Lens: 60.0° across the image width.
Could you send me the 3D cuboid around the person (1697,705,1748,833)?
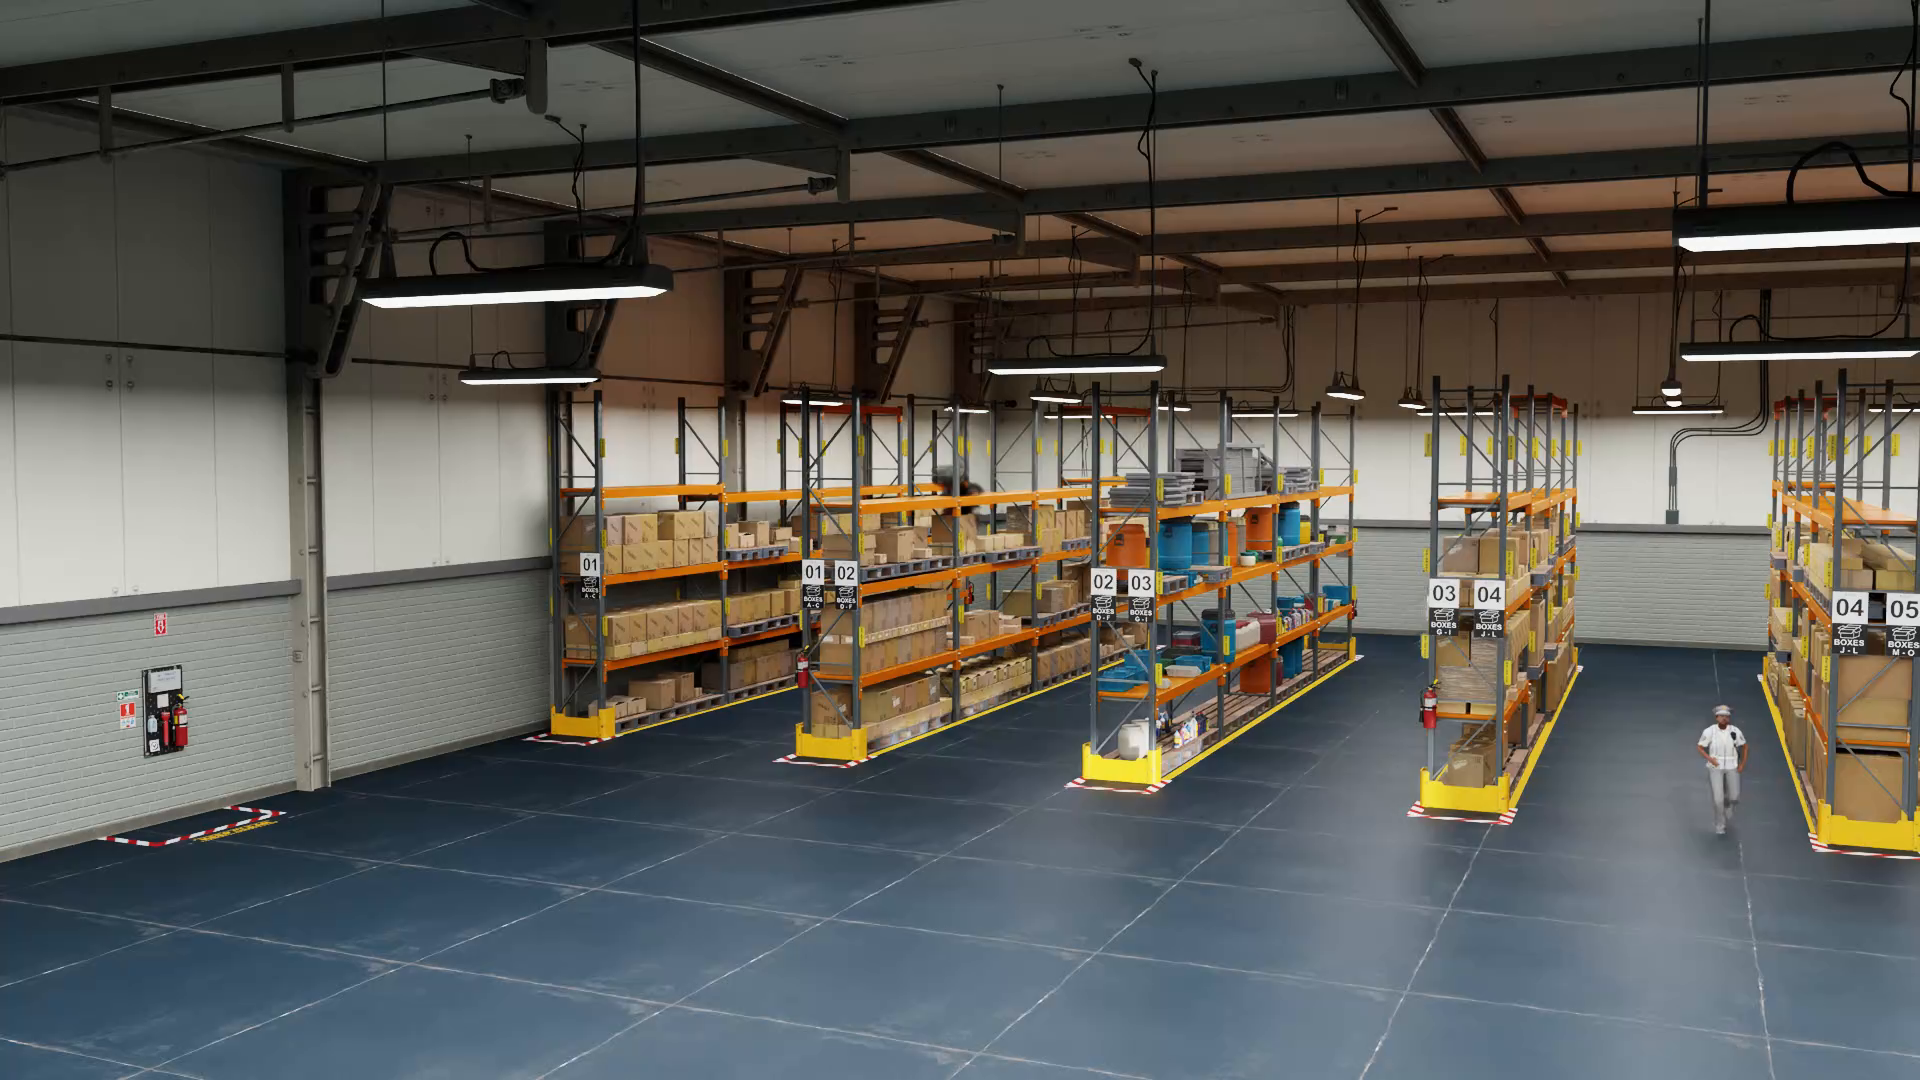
[{"bbox_3d":[9.955,2.980,21.696,0.629,1.664,0.532,1,3,13],"label":"person"}]
